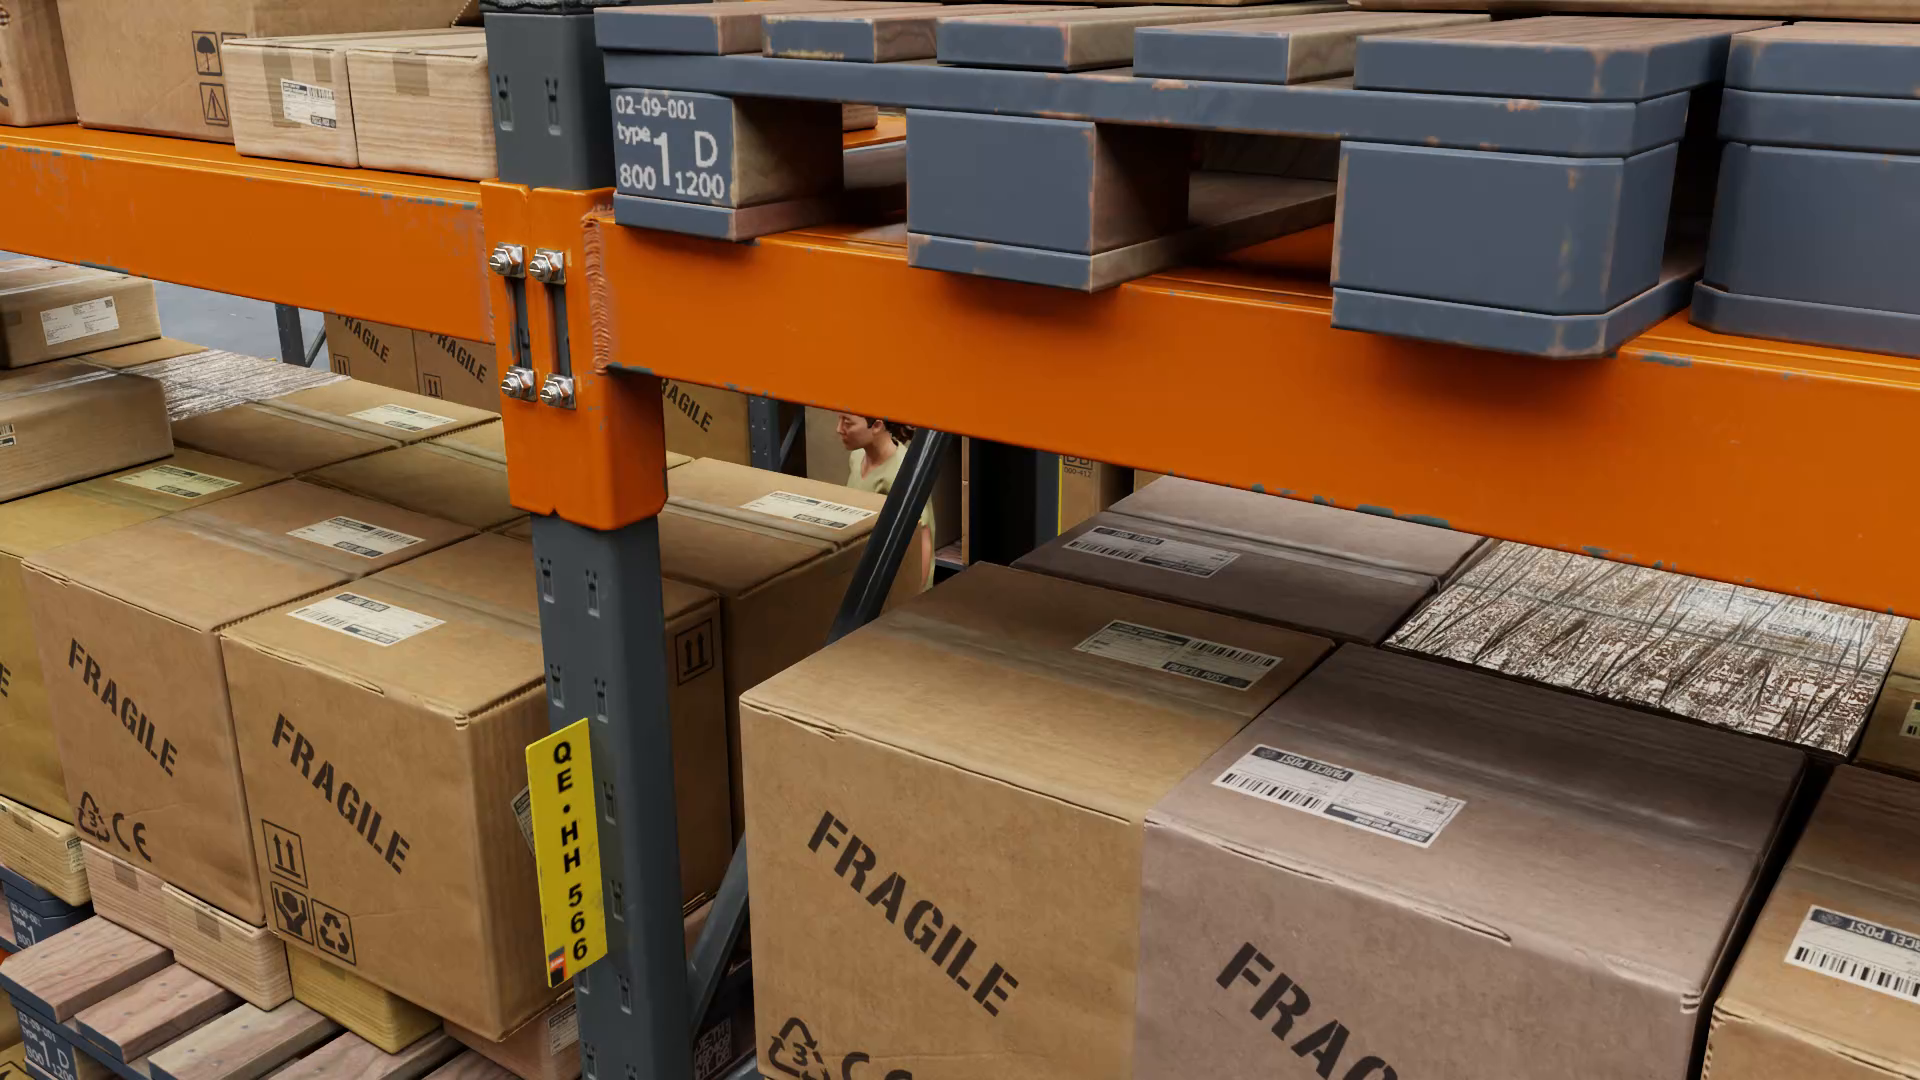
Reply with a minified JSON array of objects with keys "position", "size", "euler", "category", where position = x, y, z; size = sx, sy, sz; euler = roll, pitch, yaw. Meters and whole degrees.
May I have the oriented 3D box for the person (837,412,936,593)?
[{"position":[-0.302,0.218,5.971],"size":[0.406,1.673,0.499],"euler":[-10,22,-25],"category":"person"}]
